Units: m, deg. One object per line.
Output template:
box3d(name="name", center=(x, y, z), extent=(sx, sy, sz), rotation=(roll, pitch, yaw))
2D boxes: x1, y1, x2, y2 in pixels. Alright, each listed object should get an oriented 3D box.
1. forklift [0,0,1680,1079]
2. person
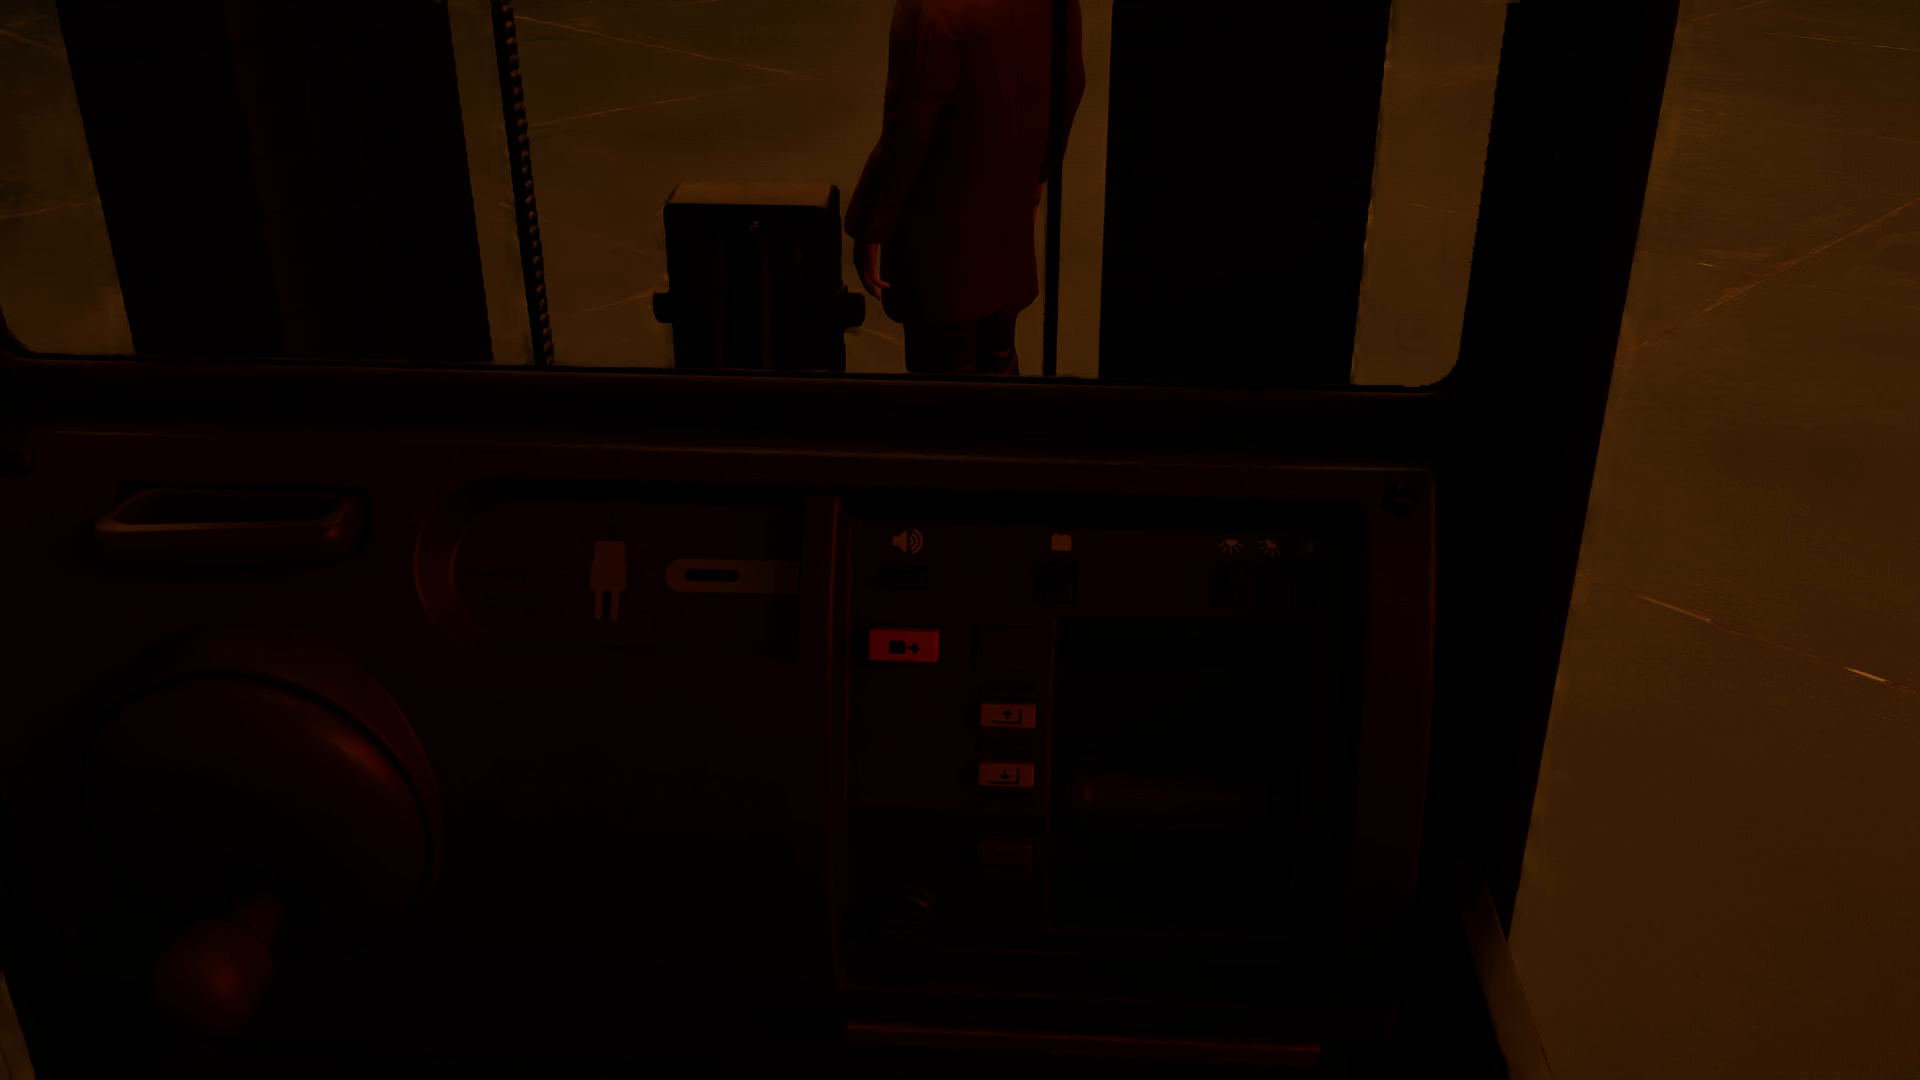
box3d(name="forklift", center=(-0.183, 0.161, 0.885), extent=(1.130, 2.935, 3.031), rotation=(2, 26, 4))
box3d(name="person", center=(-0.060, -0.835, 4.209), extent=(0.696, 1.776, 0.582), rotation=(-24, 35, -39))
